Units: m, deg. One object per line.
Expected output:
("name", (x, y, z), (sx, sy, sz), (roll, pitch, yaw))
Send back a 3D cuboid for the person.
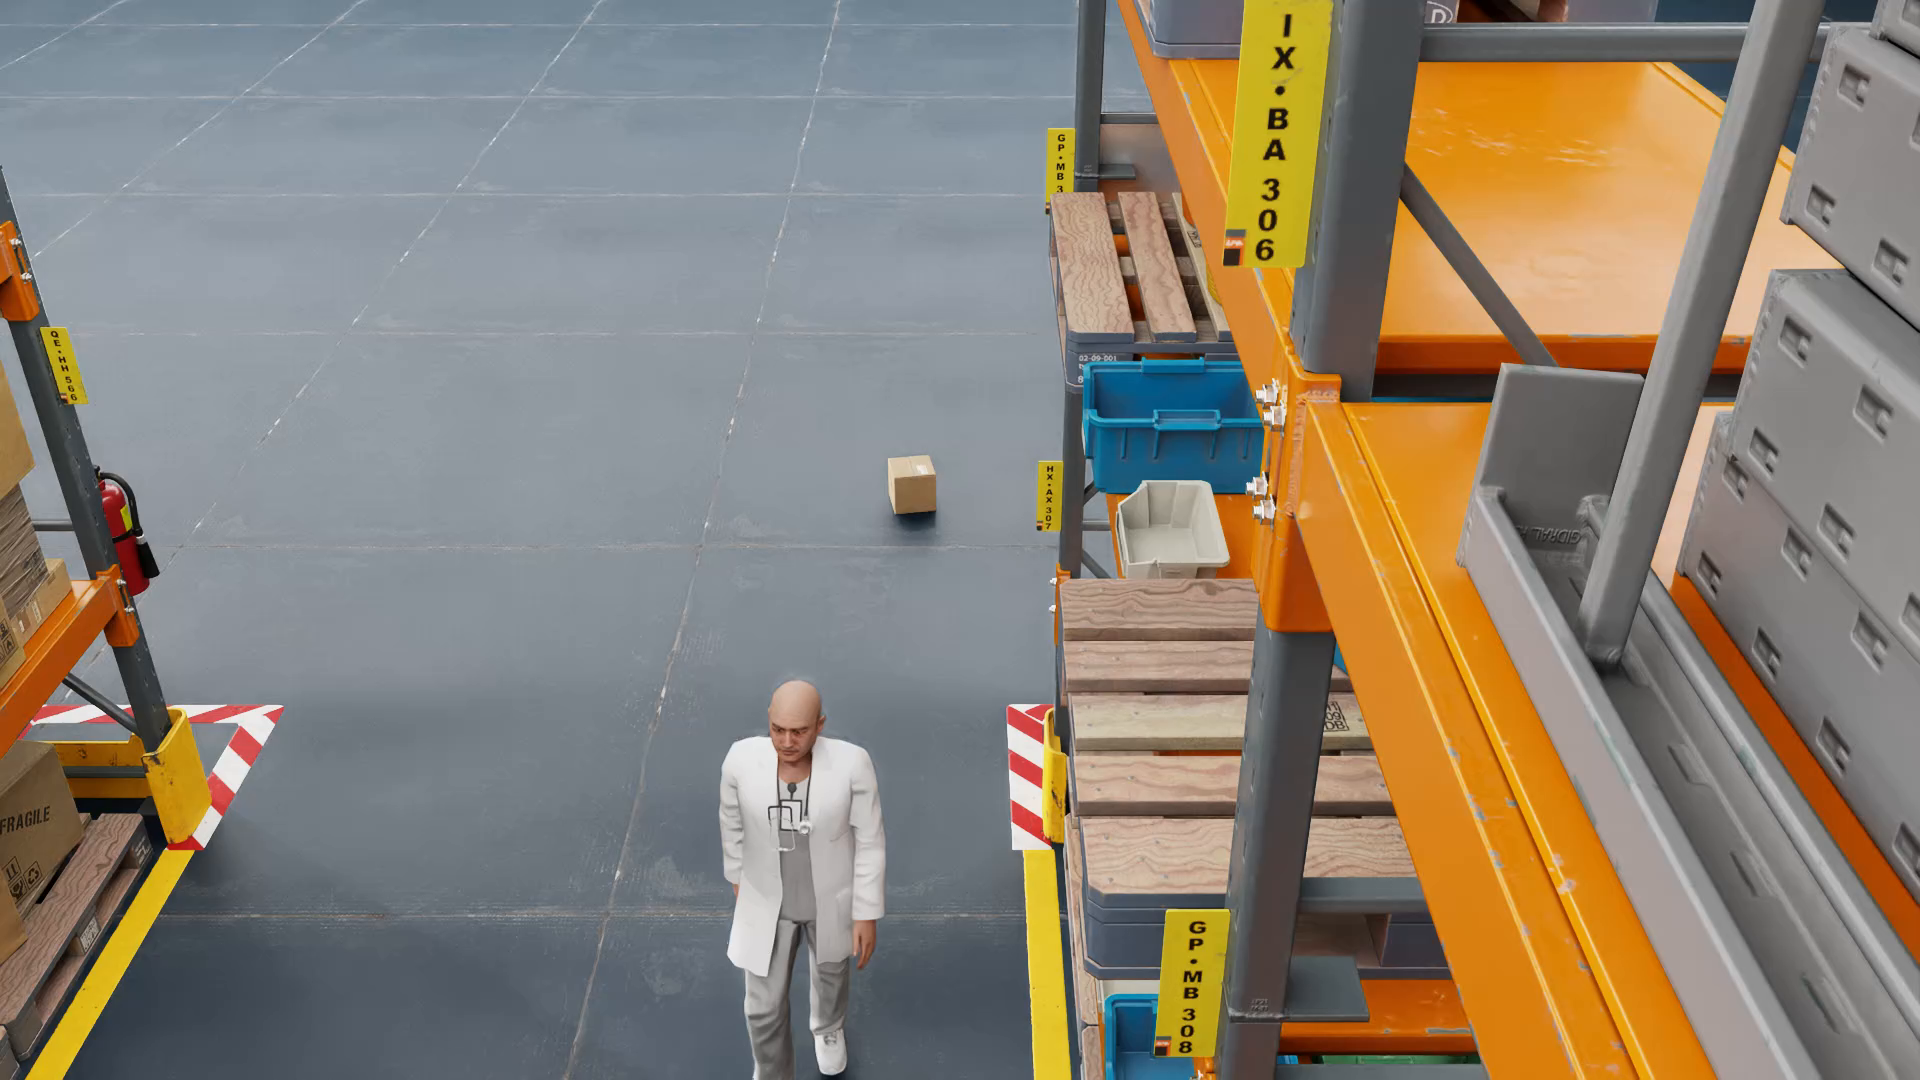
("person", (-0.547, 1.297, 5.848), (0.586, 1.855, 0.664), (-1, 31, -1))
